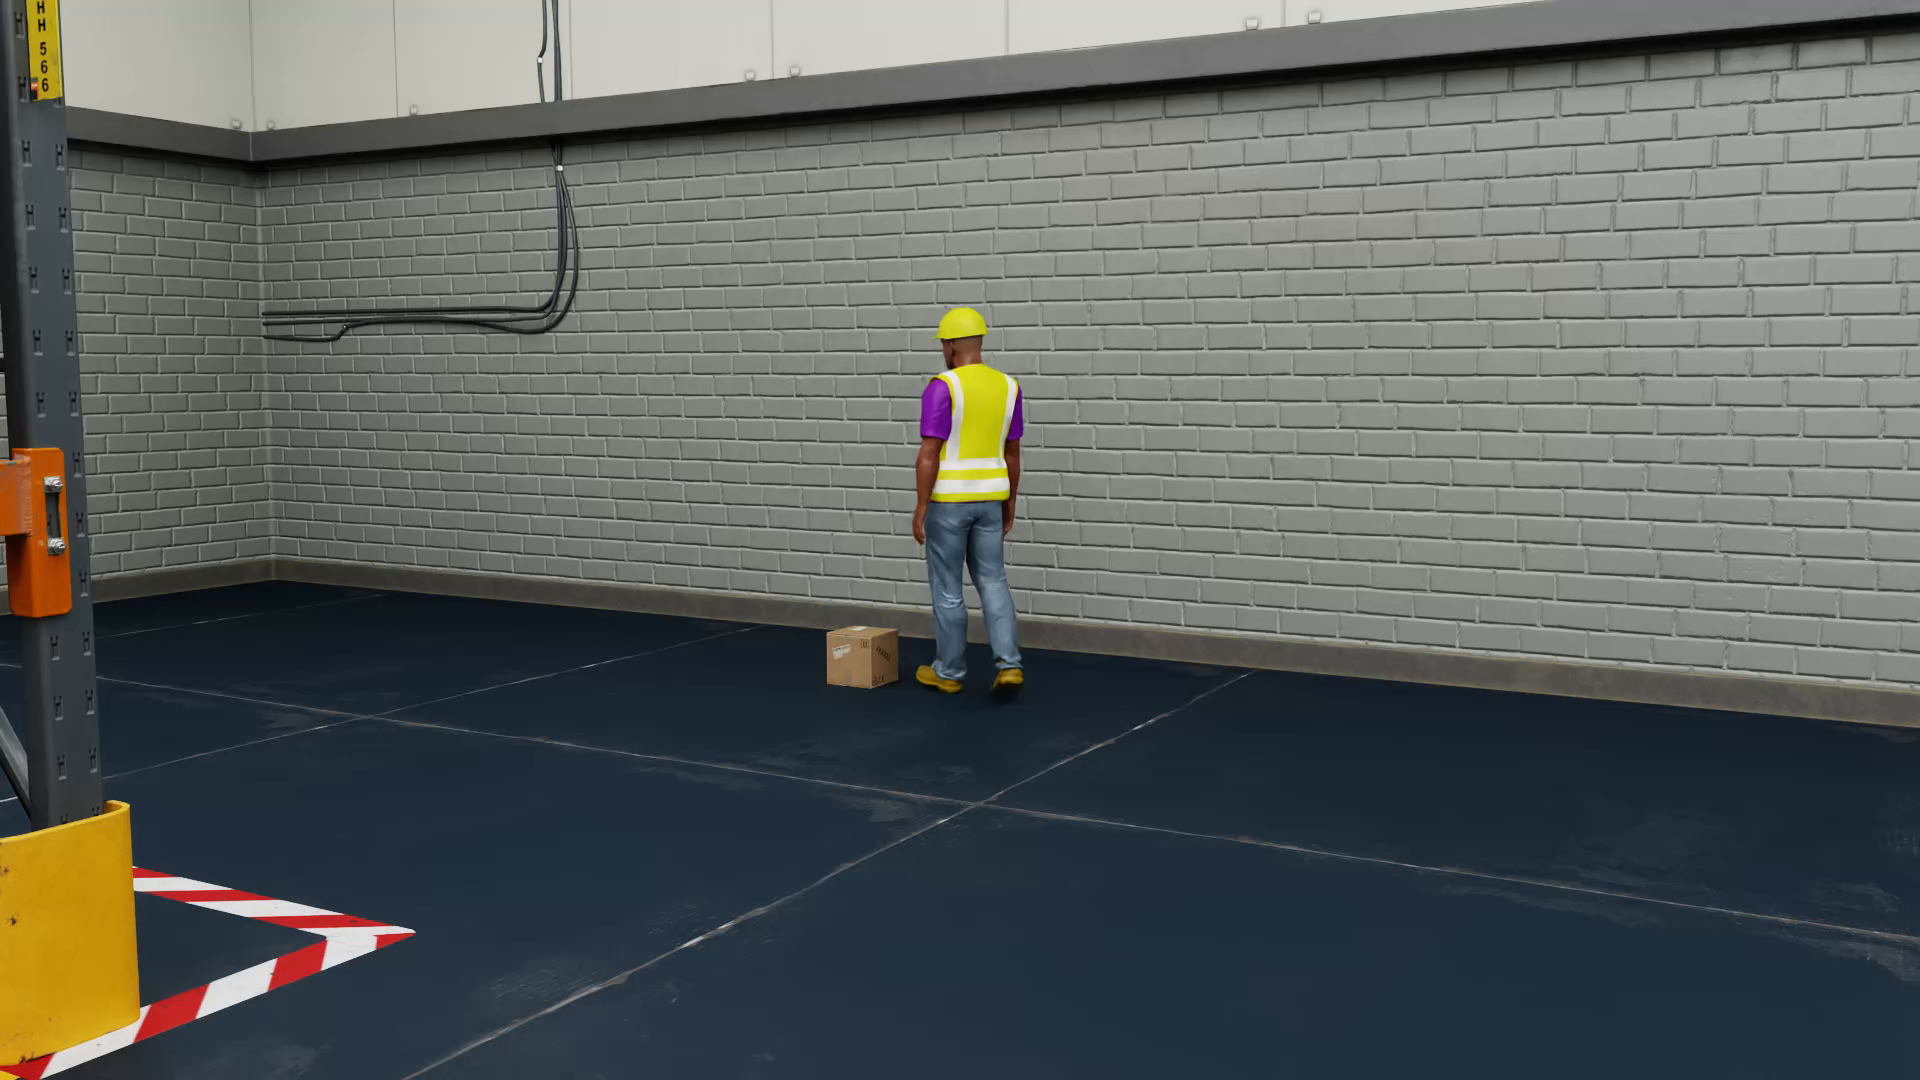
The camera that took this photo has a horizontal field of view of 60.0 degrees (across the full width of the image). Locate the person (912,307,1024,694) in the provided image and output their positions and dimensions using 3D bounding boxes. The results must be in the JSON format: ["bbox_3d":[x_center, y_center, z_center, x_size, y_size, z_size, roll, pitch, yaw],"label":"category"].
[{"bbox_3d":[0.024,-0.171,7.612,0.588,1.775,0.653,-4,7,-34],"label":"person"}]
